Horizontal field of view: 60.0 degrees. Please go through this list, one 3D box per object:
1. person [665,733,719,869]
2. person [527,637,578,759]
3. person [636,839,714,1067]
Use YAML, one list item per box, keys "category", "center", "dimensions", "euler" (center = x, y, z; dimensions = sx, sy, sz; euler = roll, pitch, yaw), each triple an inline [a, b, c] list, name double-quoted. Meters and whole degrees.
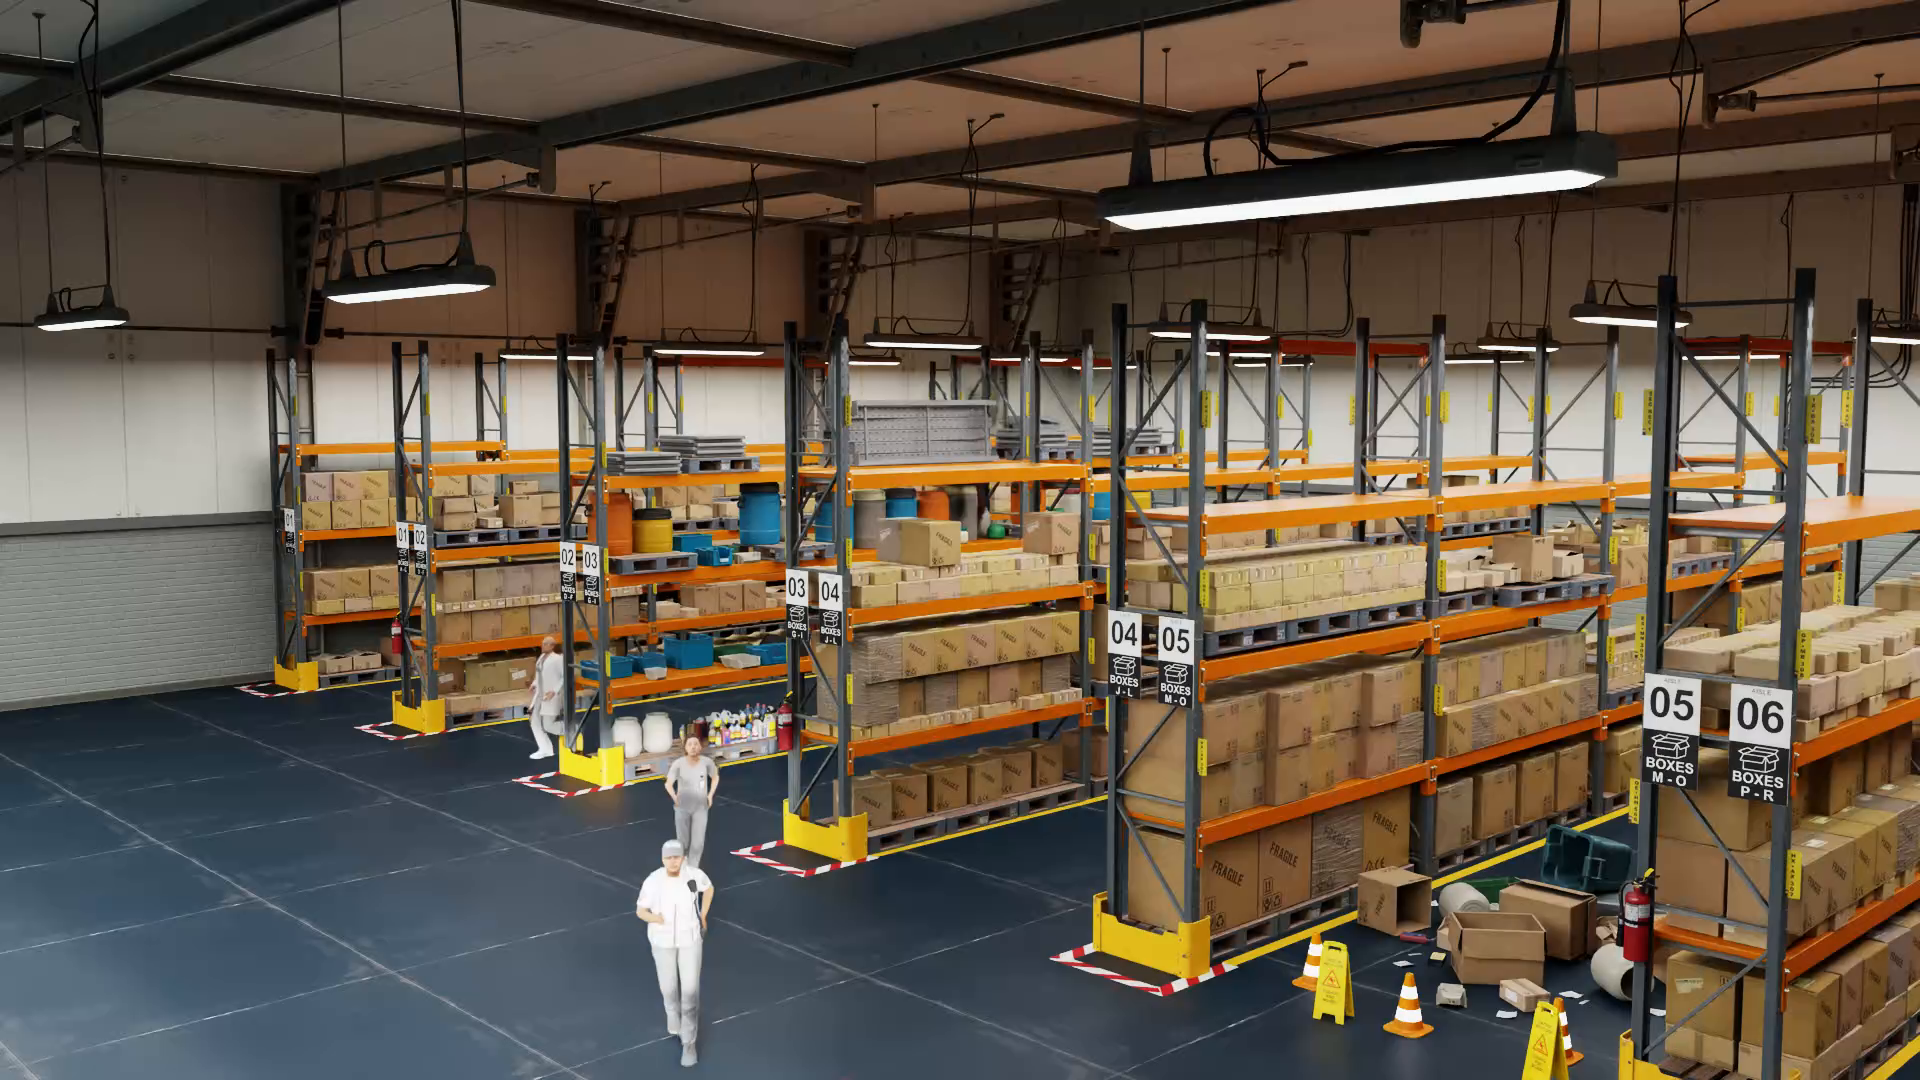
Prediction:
- category: "person"
  center: [-2.810, 2.844, 17.502]
  dimensions: [0.570, 1.662, 0.827]
  euler: [-1, 5, -12]
- category: "person"
  center: [-5.838, 2.234, 23.789]
  dimensions: [0.741, 1.726, 0.742]
  euler: [4, 6, 39]
- category: "person"
  center: [-2.250, 3.203, 13.150]
  dimensions: [0.593, 1.722, 0.816]
  euler: [-1, 5, -6]
